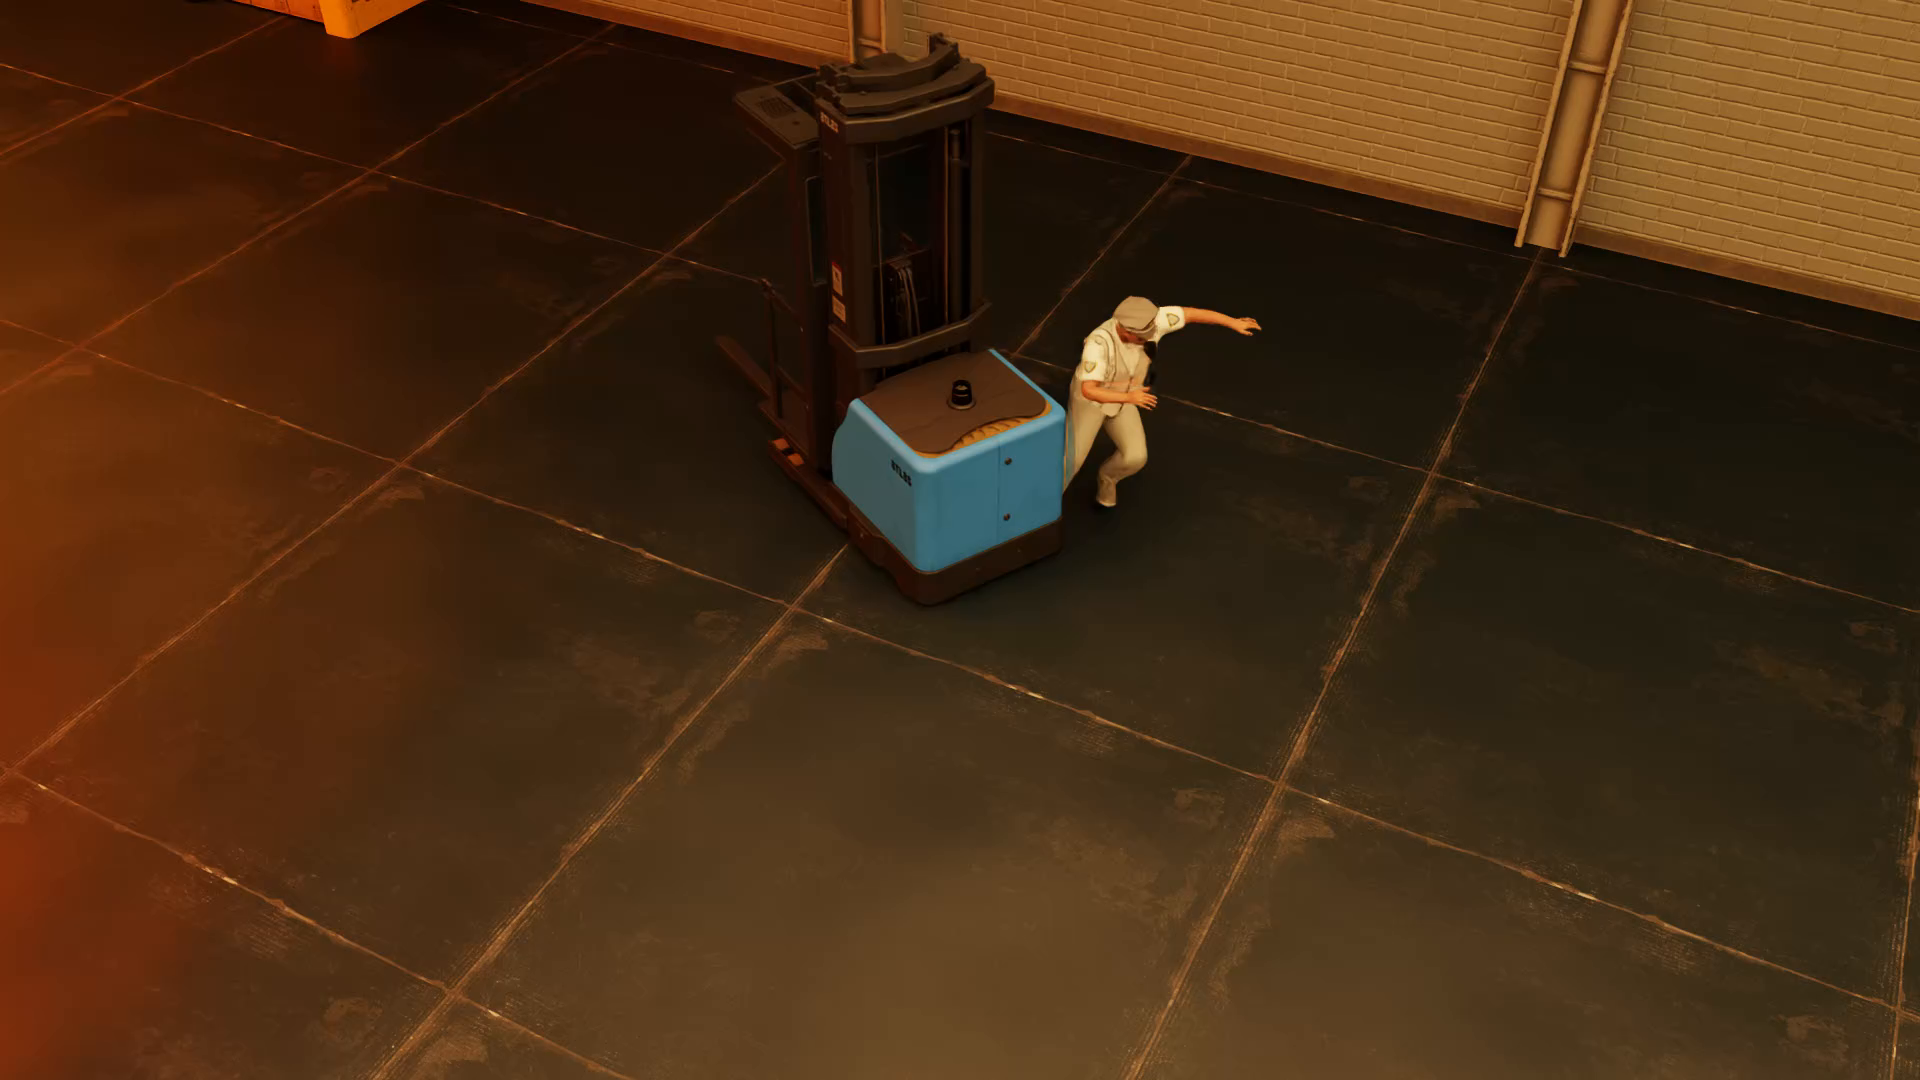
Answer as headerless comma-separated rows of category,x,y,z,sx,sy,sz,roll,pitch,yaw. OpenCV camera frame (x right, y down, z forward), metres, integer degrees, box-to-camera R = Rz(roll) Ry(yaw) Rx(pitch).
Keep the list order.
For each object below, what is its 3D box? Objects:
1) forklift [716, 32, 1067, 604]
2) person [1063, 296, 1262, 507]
forklift,-0.598,-1.664,9.963,1.130,2.935,3.031,-23,45,-25
person,1.028,-0.810,10.080,1.620,1.457,0.831,-18,43,-20
